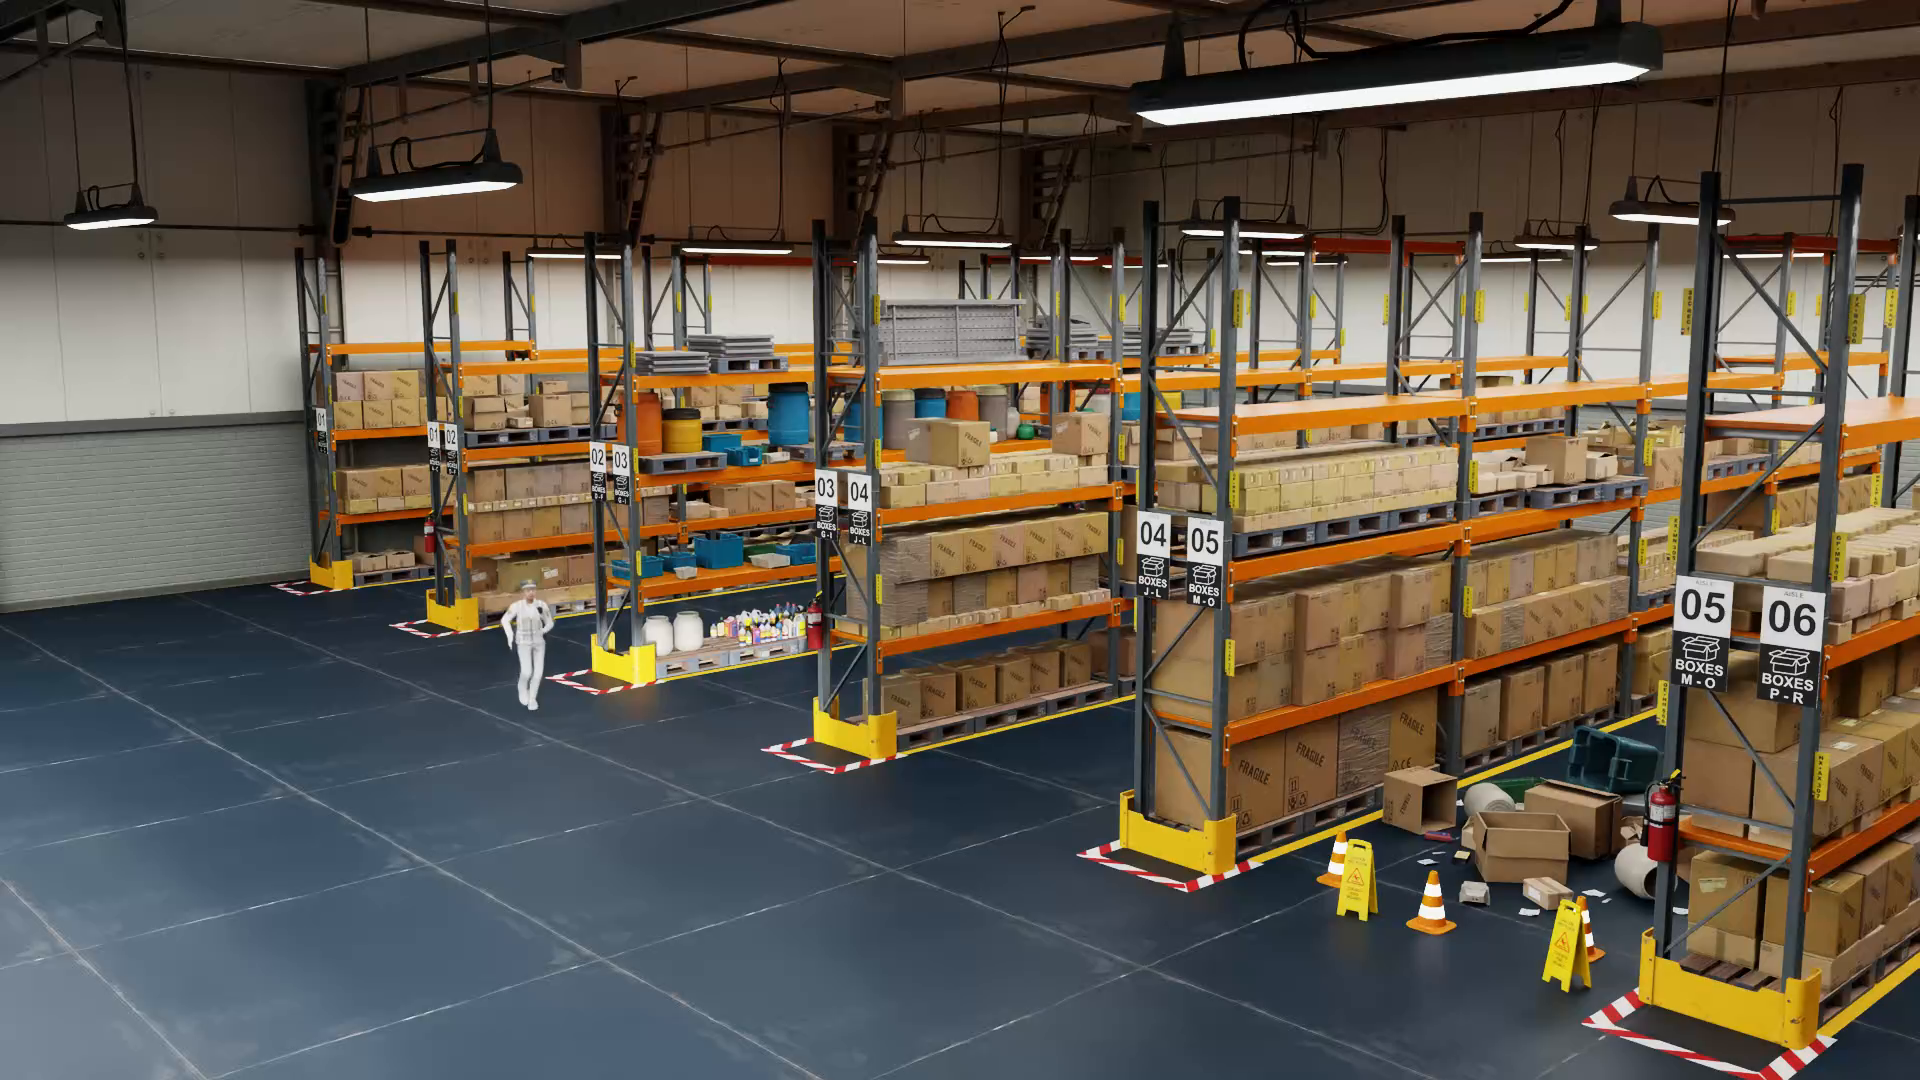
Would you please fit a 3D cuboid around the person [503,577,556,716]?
[{"bbox_3d":[-5.324,1.315,20.673,0.580,1.736,0.716,-4,9,-26],"label":"person"}]
